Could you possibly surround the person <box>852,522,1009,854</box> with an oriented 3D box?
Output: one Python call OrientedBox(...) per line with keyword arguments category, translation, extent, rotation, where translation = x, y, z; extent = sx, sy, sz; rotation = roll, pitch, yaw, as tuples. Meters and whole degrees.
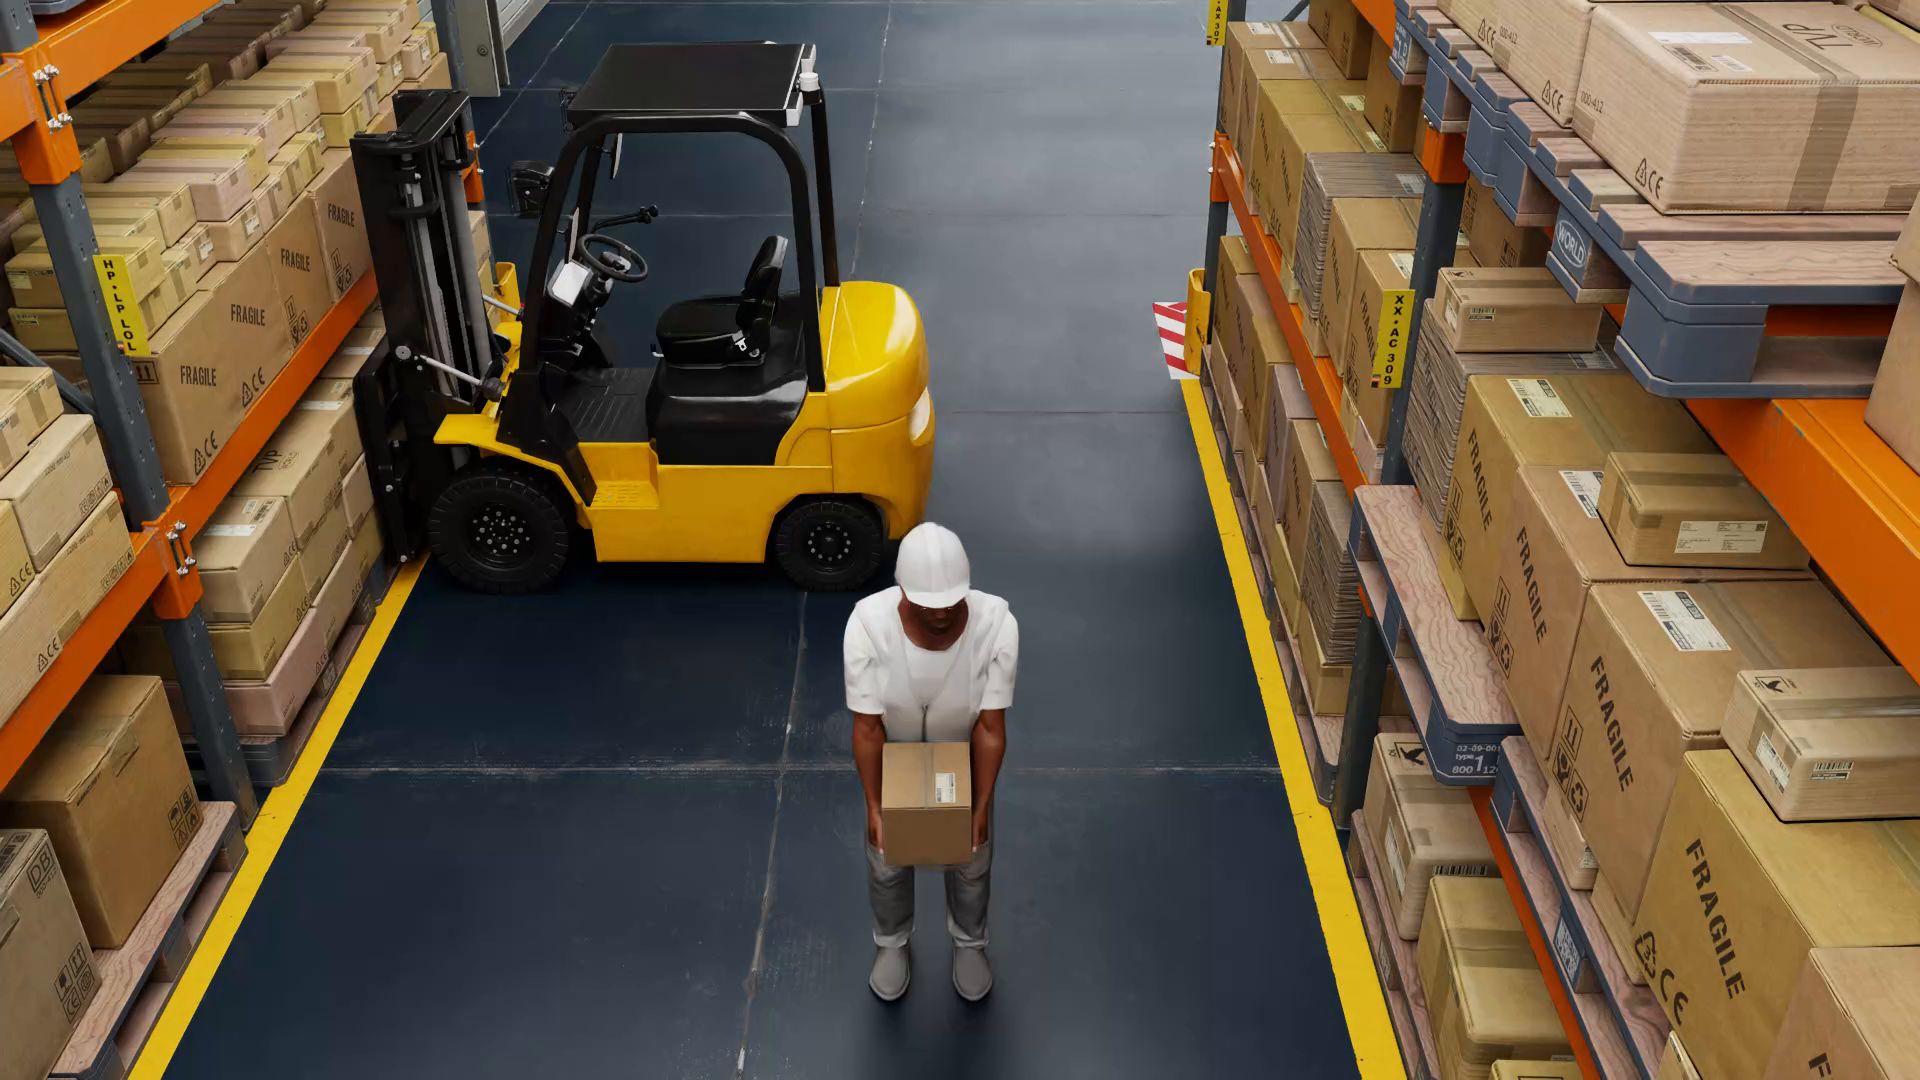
OrientedBox(category="person", translation=(-0.085, 0.371, 4.769), extent=(0.471, 0.960, 0.590), rotation=(-1, 31, -1))
